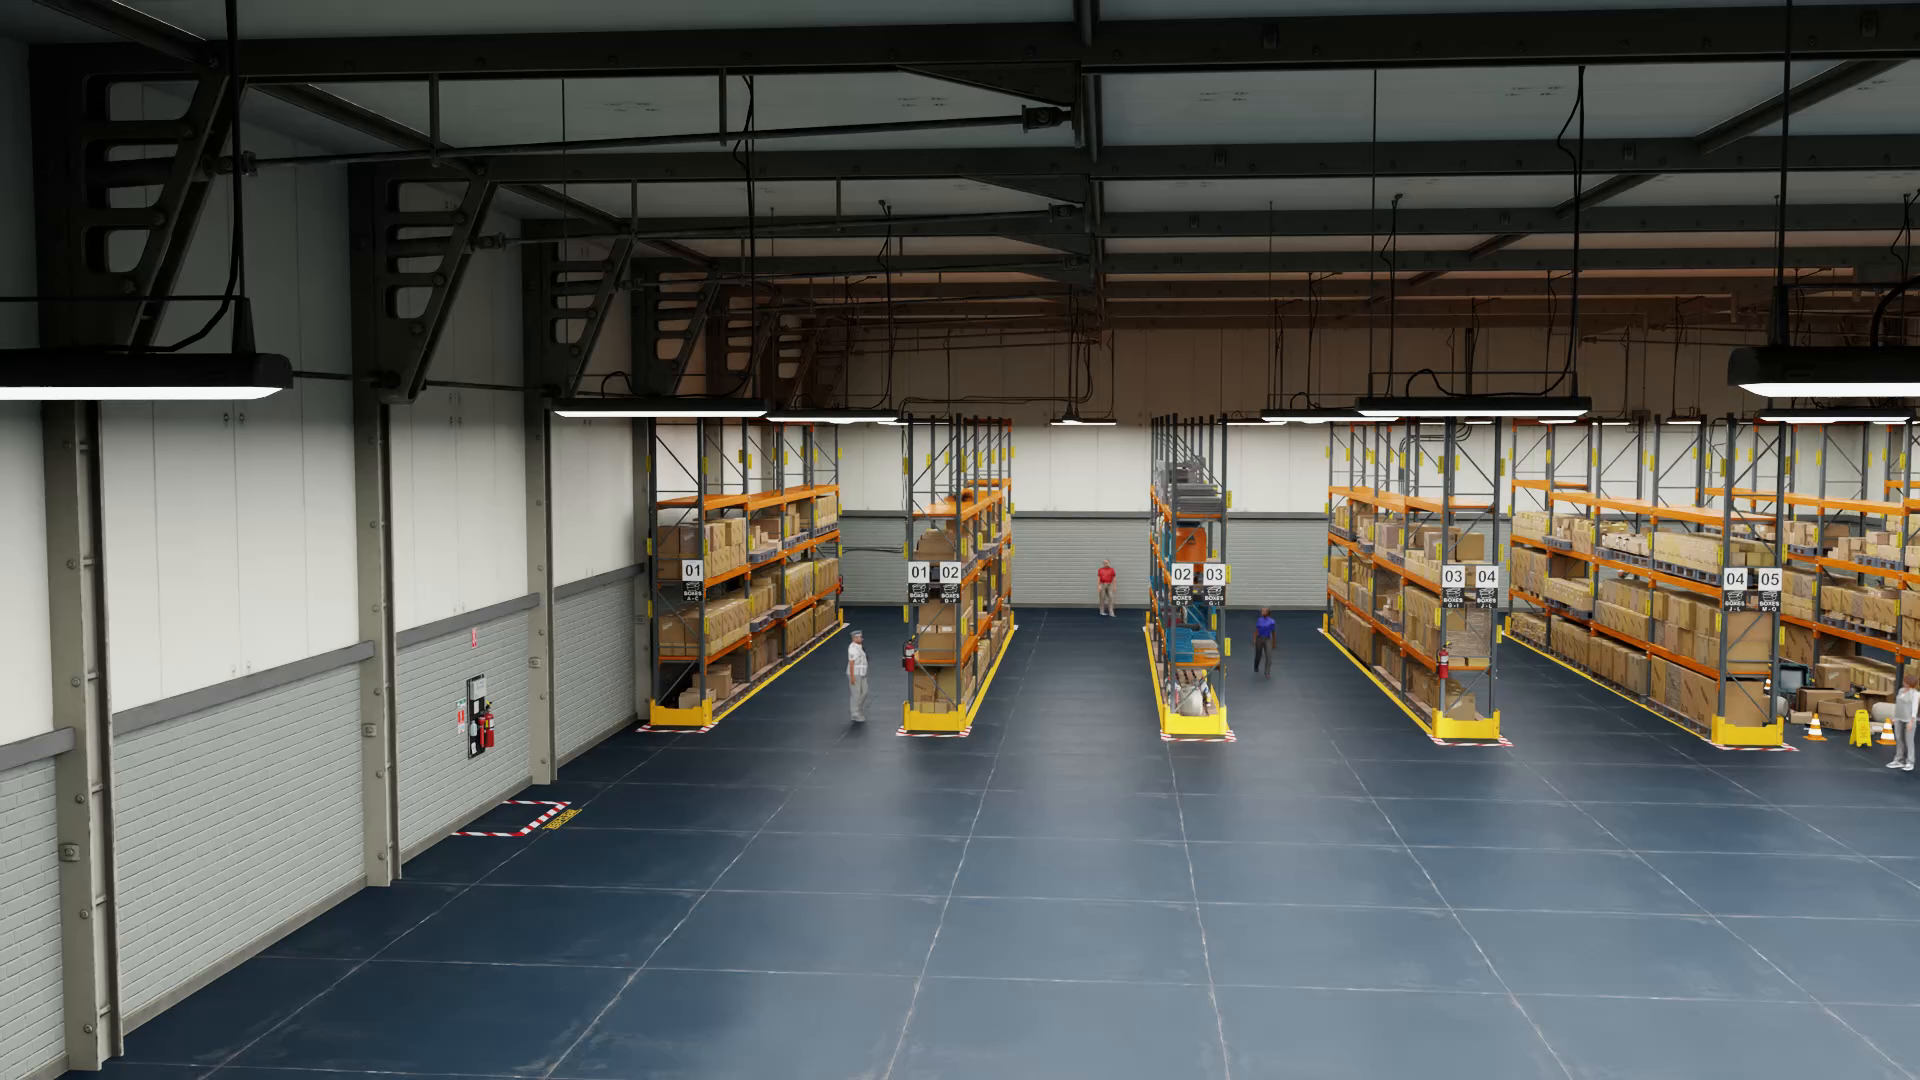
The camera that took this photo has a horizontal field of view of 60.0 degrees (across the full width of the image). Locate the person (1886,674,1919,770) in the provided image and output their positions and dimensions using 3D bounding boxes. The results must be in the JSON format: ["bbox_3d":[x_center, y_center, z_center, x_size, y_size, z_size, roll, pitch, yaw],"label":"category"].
[{"bbox_3d":[15.821,3.043,27.858,0.332,1.606,0.461,-2,4,-27],"label":"person"}]

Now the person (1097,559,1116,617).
[{"bbox_3d":[4.490,1.467,50.720,0.565,1.755,0.591,-1,4,-12],"label":"person"}]

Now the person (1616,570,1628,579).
[{"bbox_3d":[18.868,1.655,47.377,0.782,1.753,0.574,-1,4,-10],"label":"person"}]

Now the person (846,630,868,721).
[{"bbox_3d":[-2.017,2.674,32.635,0.410,1.819,0.592,1,4,10],"label":"person"}]

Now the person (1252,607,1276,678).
[{"bbox_3d":[6.982,2.342,38.279,0.546,1.608,0.920,0,4,0],"label":"person"}]
